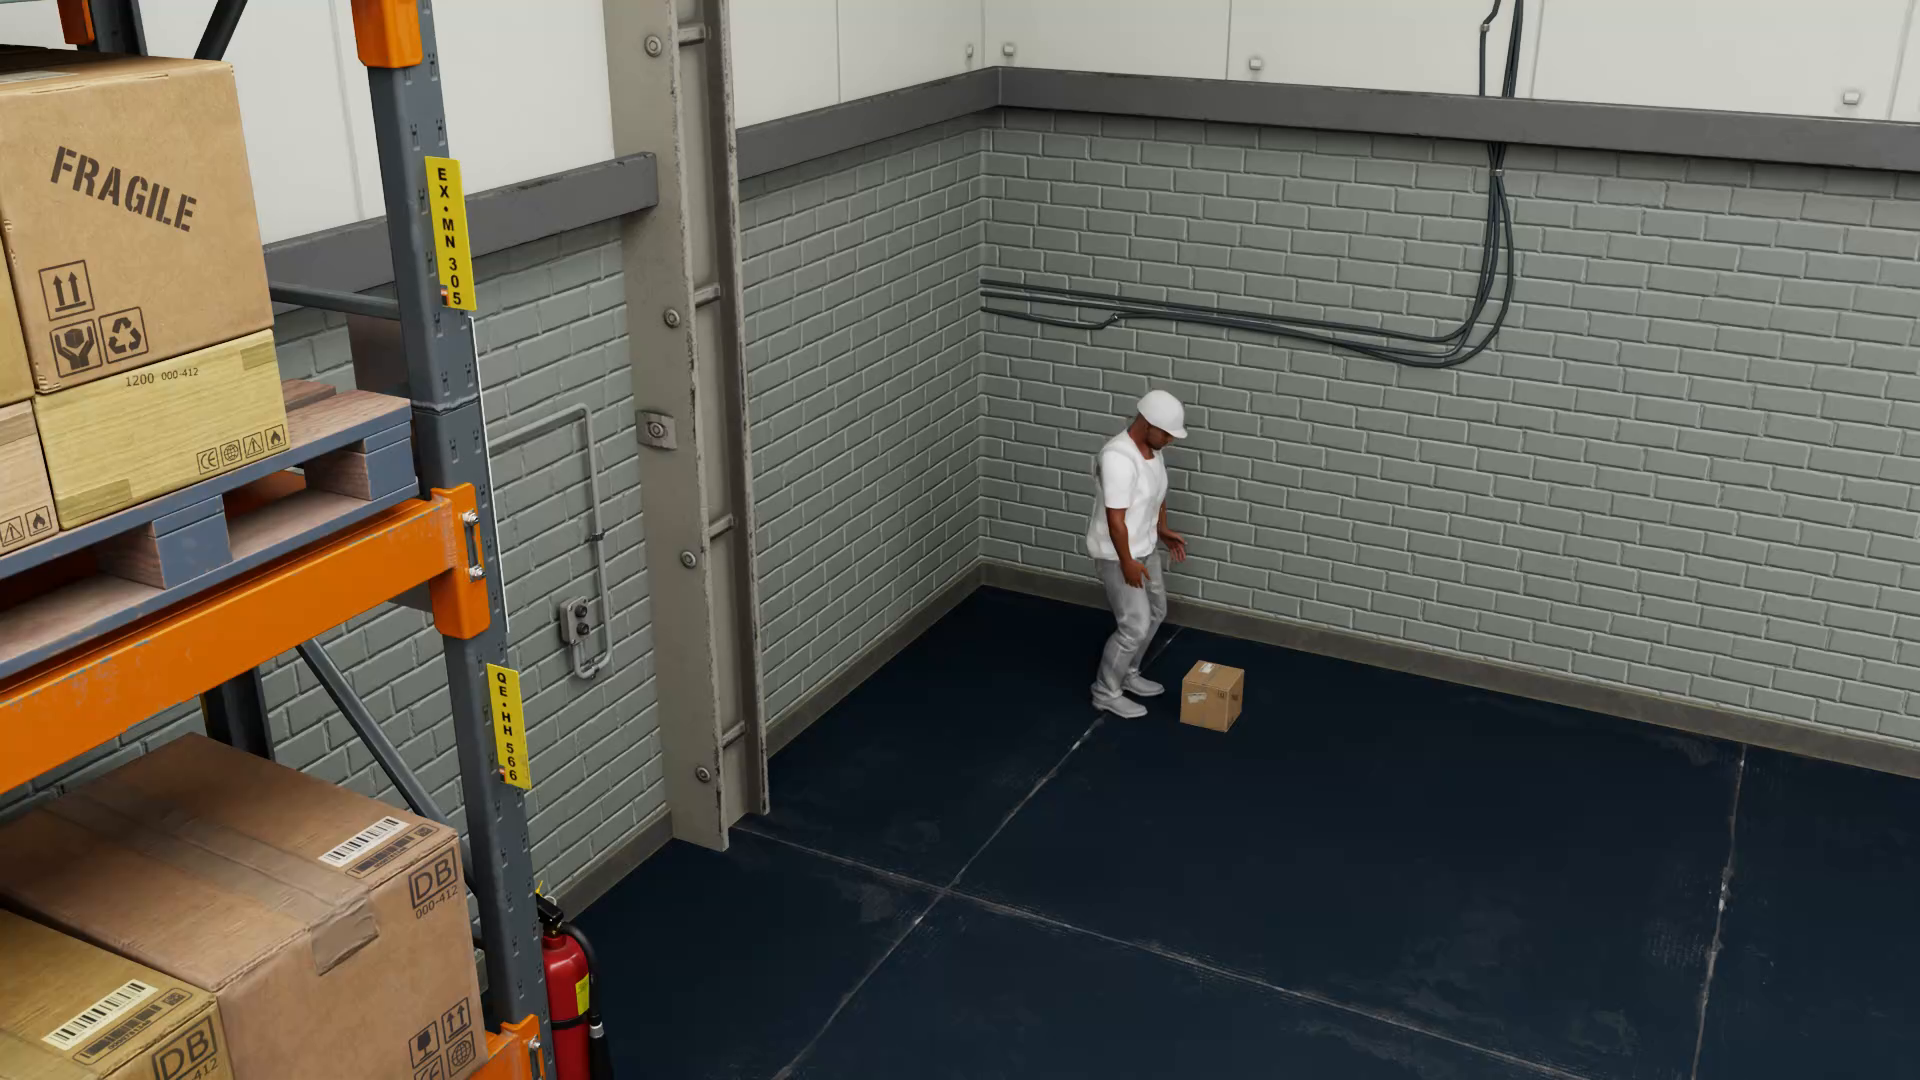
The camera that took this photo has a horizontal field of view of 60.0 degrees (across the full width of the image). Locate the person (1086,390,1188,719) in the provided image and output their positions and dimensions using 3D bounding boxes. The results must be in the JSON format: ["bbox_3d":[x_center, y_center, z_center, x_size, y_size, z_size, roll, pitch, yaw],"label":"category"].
[{"bbox_3d":[0.906,0.047,8.515,0.453,1.717,0.591,12,25,26],"label":"person"}]
